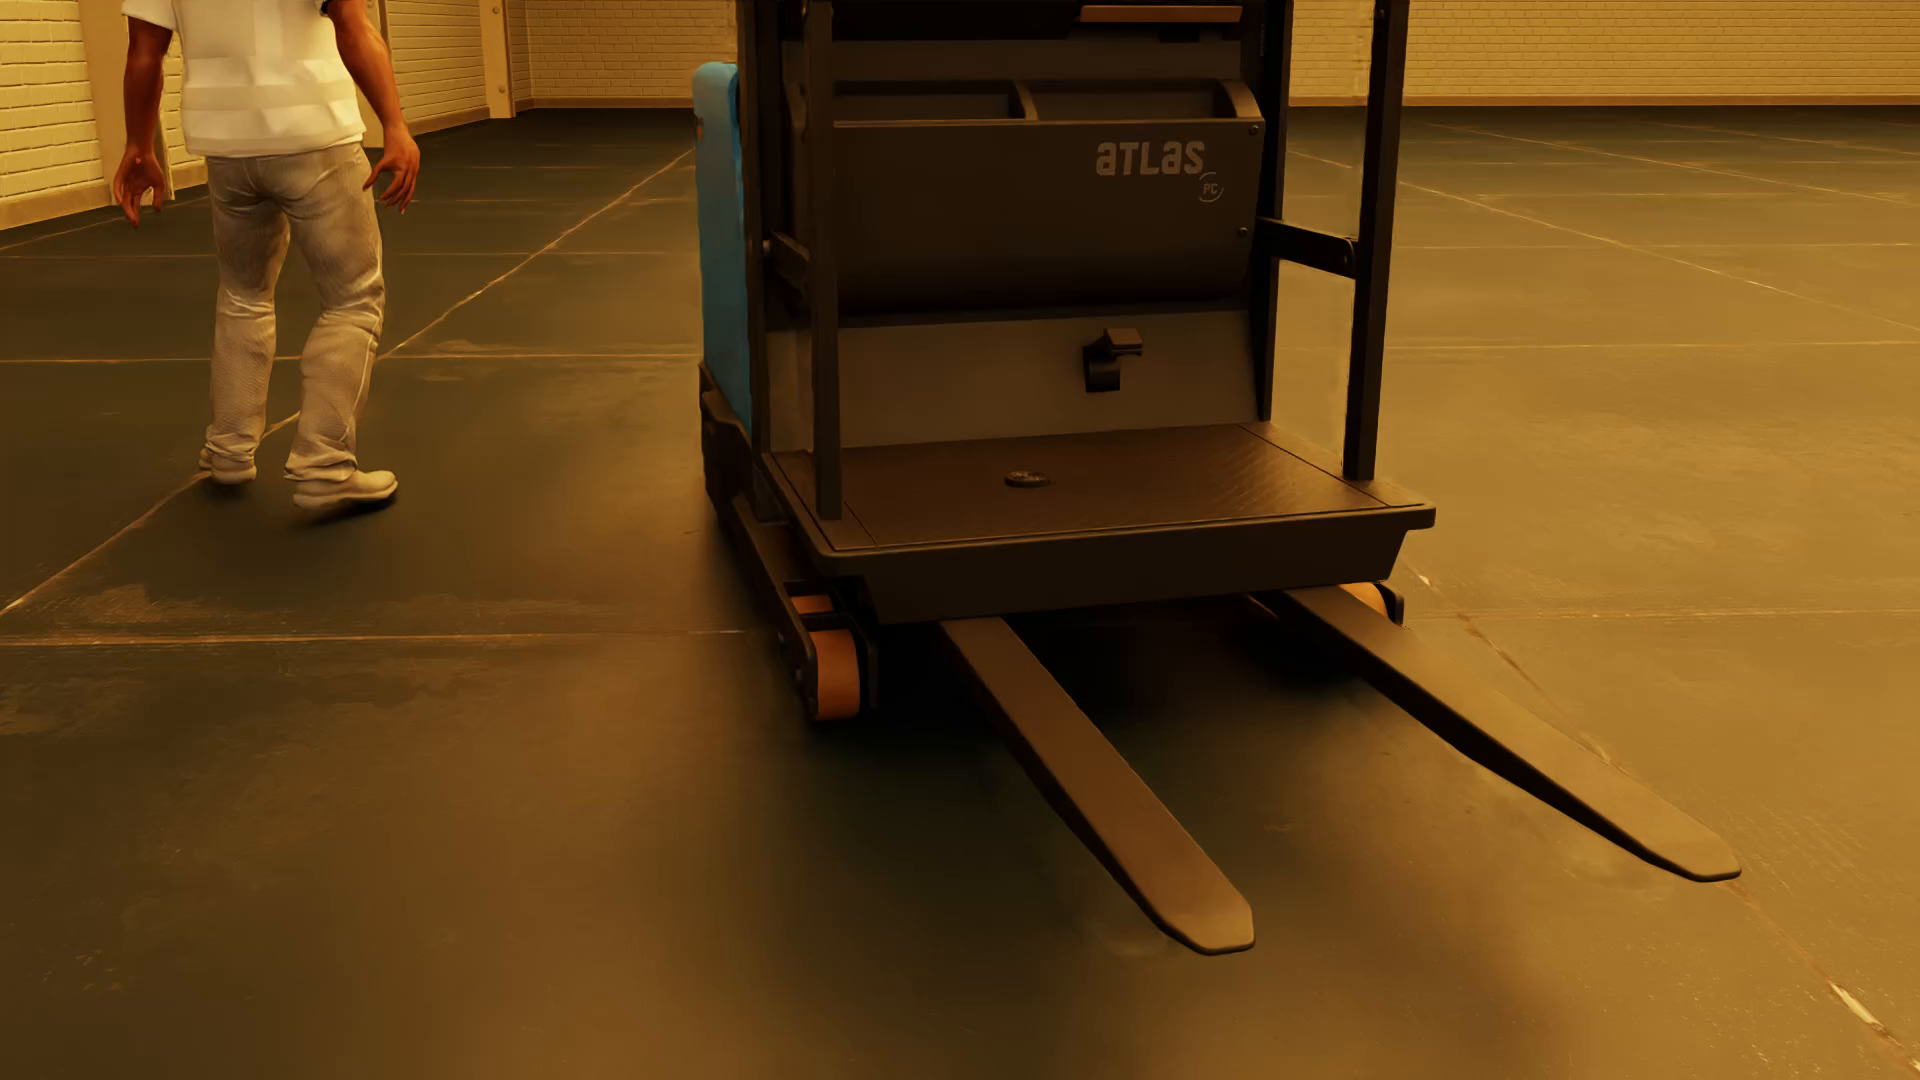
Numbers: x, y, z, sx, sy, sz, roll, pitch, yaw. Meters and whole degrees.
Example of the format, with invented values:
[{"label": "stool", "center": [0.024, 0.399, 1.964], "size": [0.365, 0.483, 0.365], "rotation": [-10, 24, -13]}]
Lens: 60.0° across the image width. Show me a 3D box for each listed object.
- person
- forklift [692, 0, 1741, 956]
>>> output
[{"label": "person", "center": [-1.630, -0.956, 4.006], "size": [0.883, 1.727, 0.471], "rotation": [6, 18, 19]}, {"label": "forklift", "center": [0.186, -1.209, 2.861], "size": [1.130, 2.935, 3.031], "rotation": [-4, 18, -14]}]
